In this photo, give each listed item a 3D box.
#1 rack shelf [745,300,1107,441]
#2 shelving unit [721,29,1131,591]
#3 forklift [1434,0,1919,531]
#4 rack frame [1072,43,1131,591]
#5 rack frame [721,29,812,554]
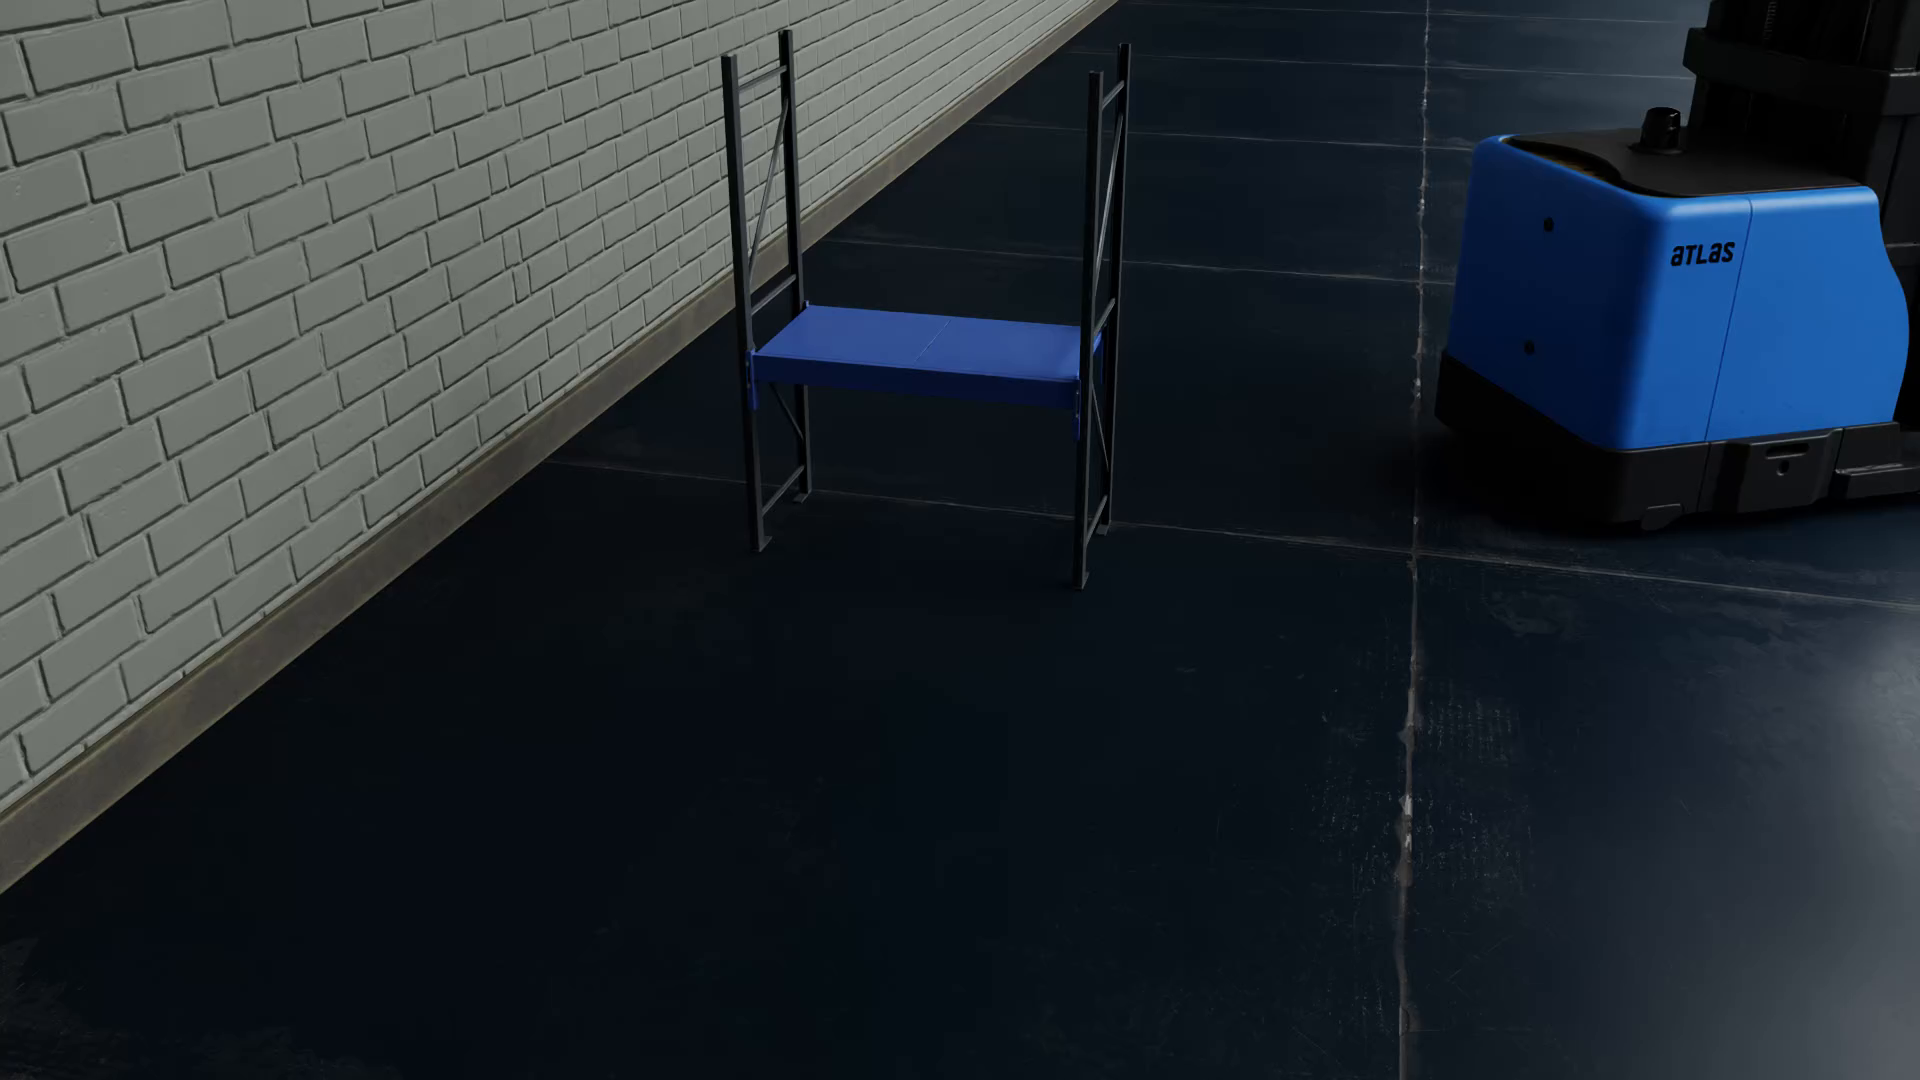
[{"bbox_3d":[-0.083,-0.524,5.024,1.000,0.185,0.538,6,26,13],"label":"rack shelf"},{"bbox_3d":[-0.083,-0.686,4.947,1.048,1.500,0.538,6,26,13],"label":"shelving unit"},{"bbox_3d":[3.293,-1.682,5.373,3.031,2.935,1.130,-6,26,-13],"label":"forklift"},{"bbox_3d":[0.410,-0.632,4.832,0.032,1.500,0.500,6,26,13],"label":"rack frame"},{"bbox_3d":[-0.575,-0.741,5.061,0.032,1.500,0.500,6,26,13],"label":"rack frame"}]
